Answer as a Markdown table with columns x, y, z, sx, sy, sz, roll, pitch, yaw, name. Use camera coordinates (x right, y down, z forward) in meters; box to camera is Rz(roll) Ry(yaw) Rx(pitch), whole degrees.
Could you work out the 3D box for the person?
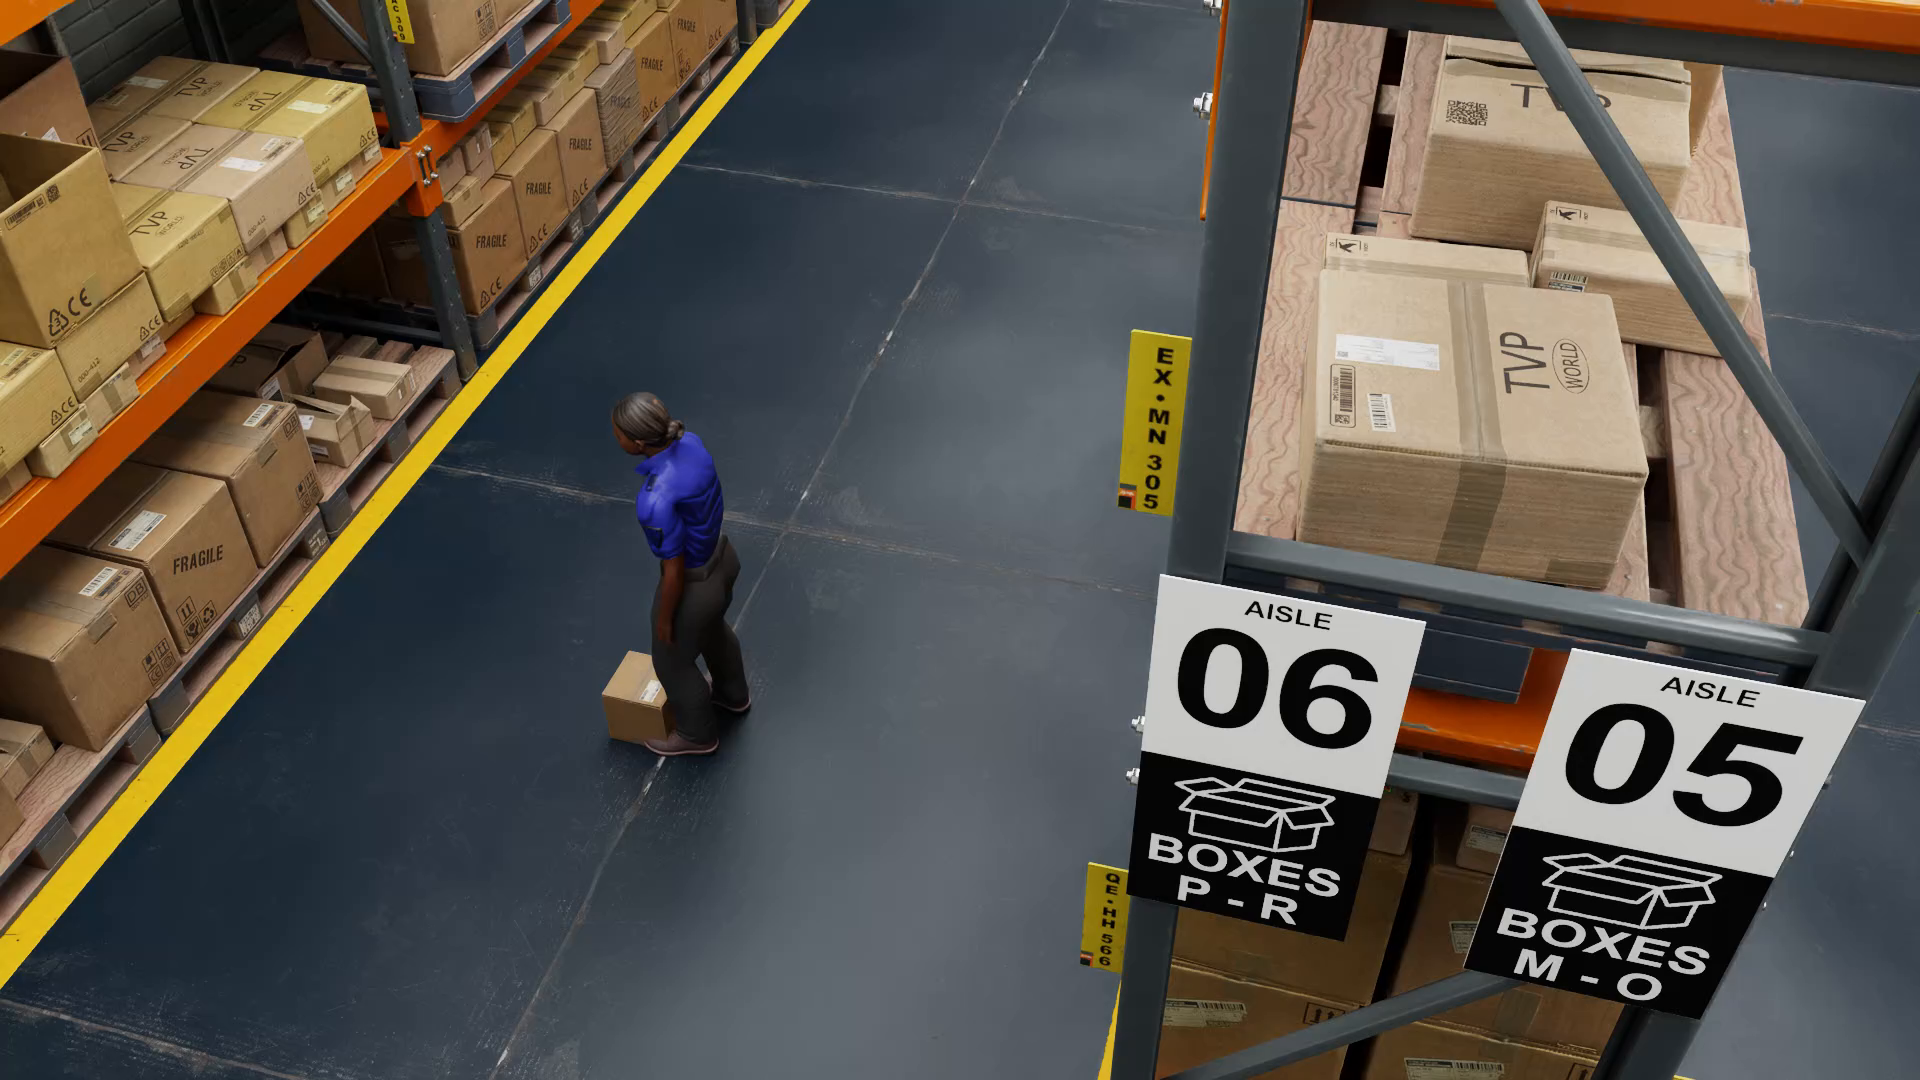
| x | y | z | sx | sy | sz | roll | pitch | yaw | name |
| --- | --- | --- | --- | --- | --- | --- | --- | --- | --- |
| -1.013 | 0.130 | 6.016 | 0.402 | 1.653 | 0.517 | 8 | 42 | 9 | person |
